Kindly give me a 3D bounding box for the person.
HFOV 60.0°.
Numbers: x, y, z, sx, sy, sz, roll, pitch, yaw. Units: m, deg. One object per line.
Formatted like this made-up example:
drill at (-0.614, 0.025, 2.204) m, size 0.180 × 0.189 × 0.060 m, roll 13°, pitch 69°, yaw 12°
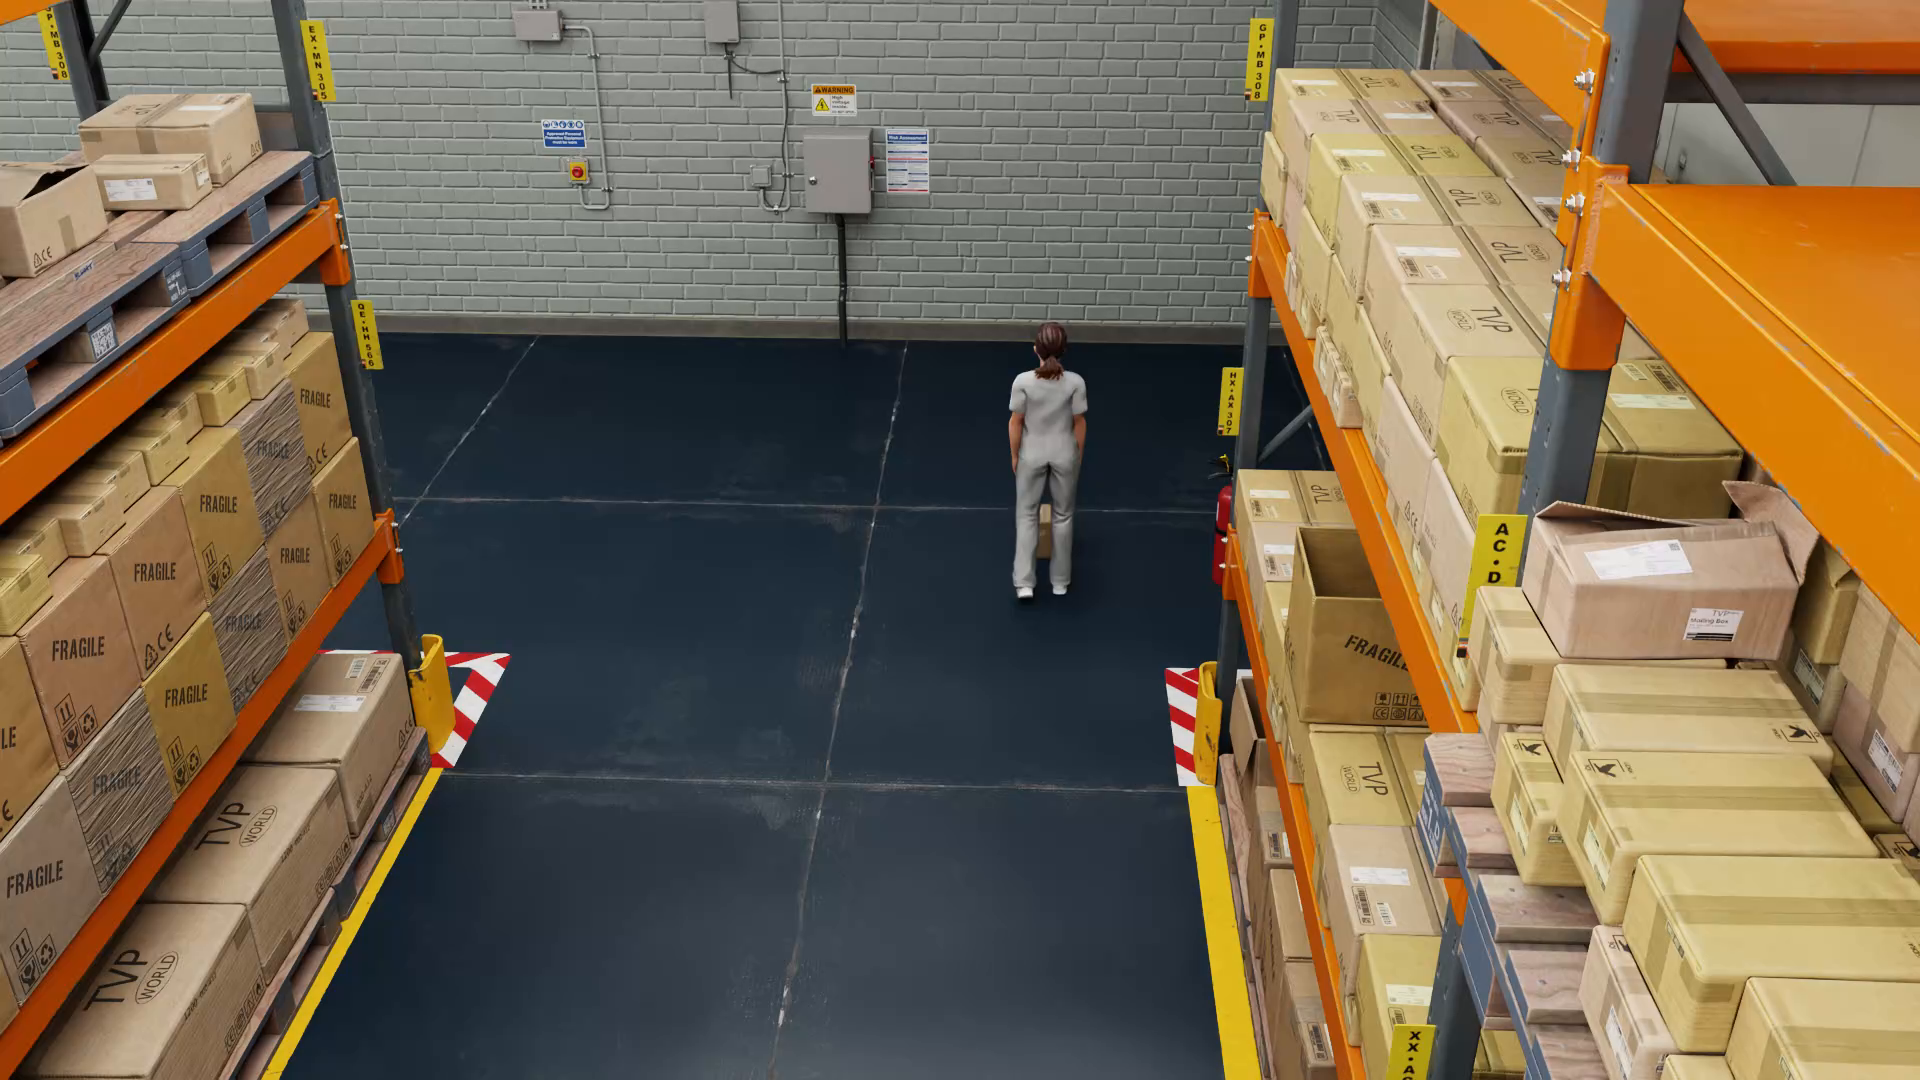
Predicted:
person at (0.496, -0.426, 9.496) m, size 0.440 × 1.733 × 0.408 m, roll 1°, pitch 28°, yaw 3°
